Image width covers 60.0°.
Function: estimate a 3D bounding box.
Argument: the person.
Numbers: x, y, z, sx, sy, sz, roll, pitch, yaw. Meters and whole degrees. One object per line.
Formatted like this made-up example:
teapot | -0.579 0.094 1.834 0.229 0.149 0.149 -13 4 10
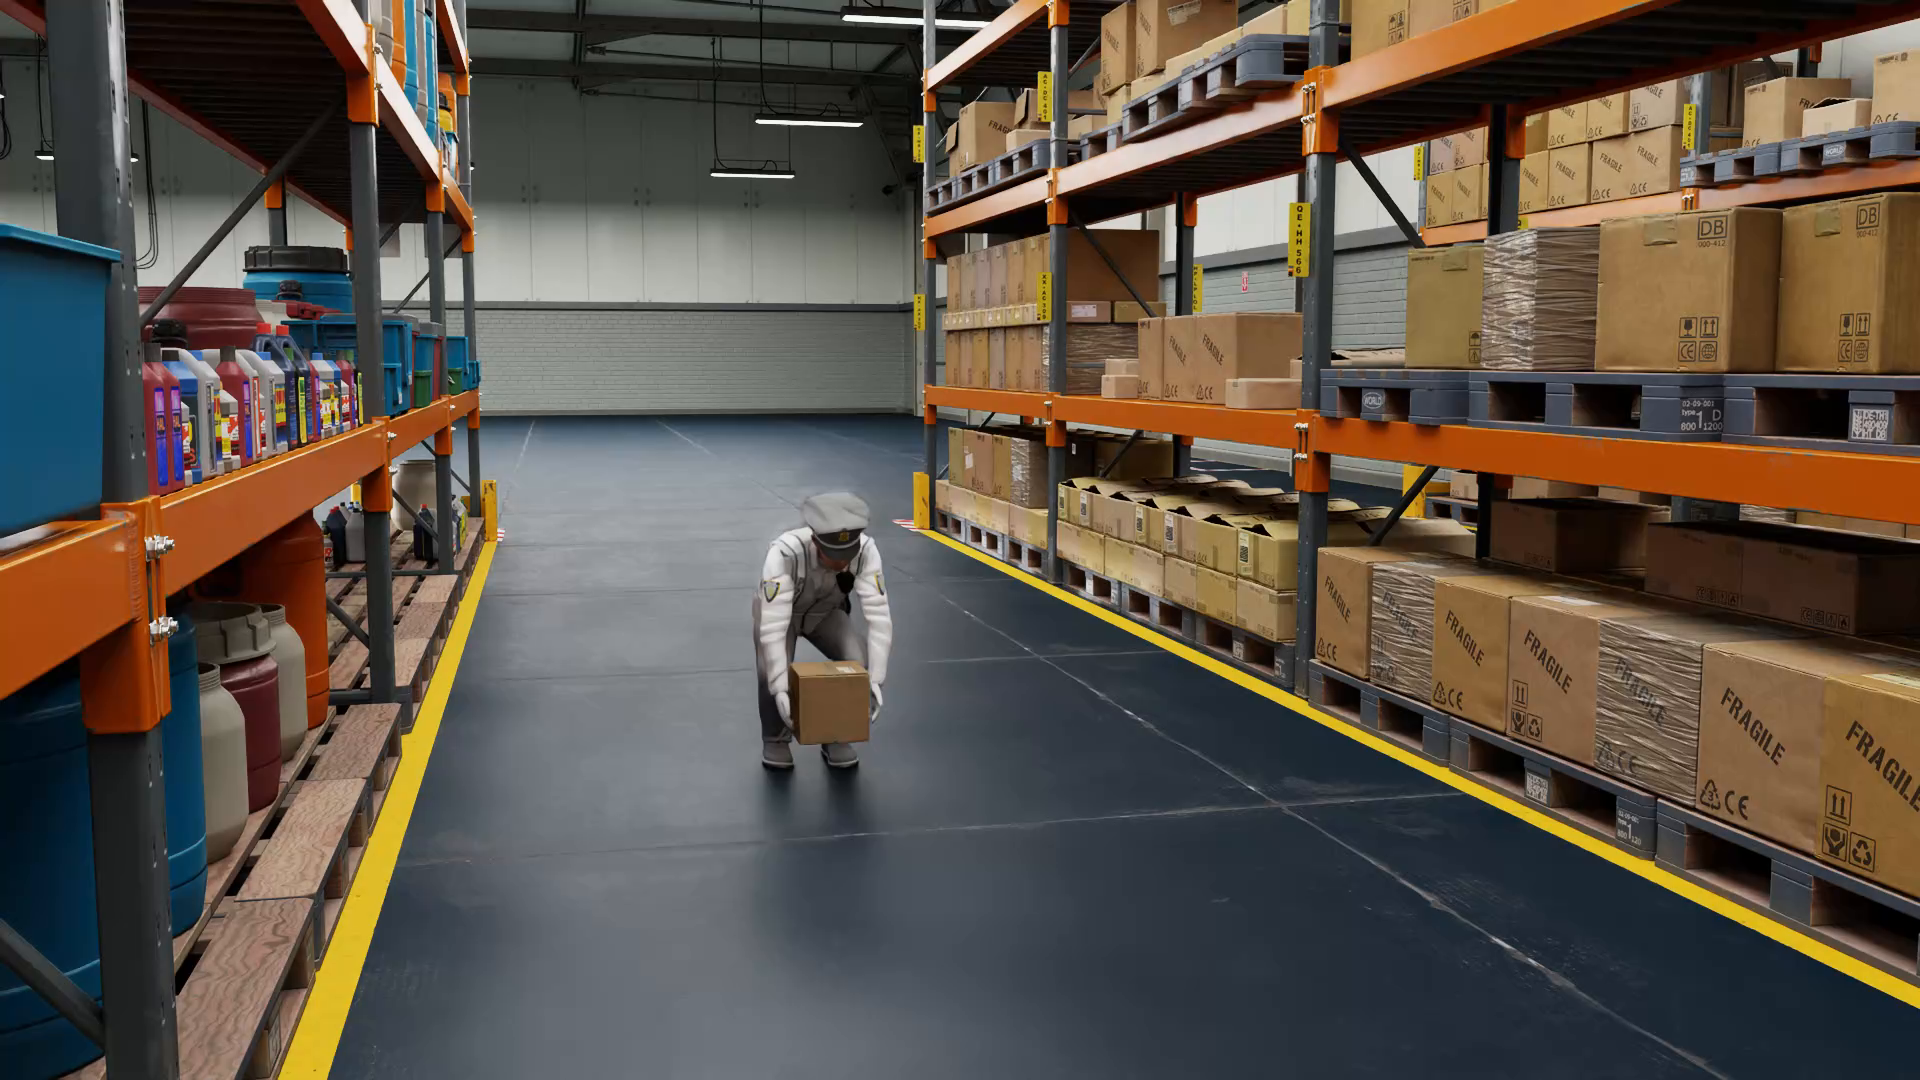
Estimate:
person | -0.532 0.338 6.330 0.504 1.073 0.815 -2 6 -14
